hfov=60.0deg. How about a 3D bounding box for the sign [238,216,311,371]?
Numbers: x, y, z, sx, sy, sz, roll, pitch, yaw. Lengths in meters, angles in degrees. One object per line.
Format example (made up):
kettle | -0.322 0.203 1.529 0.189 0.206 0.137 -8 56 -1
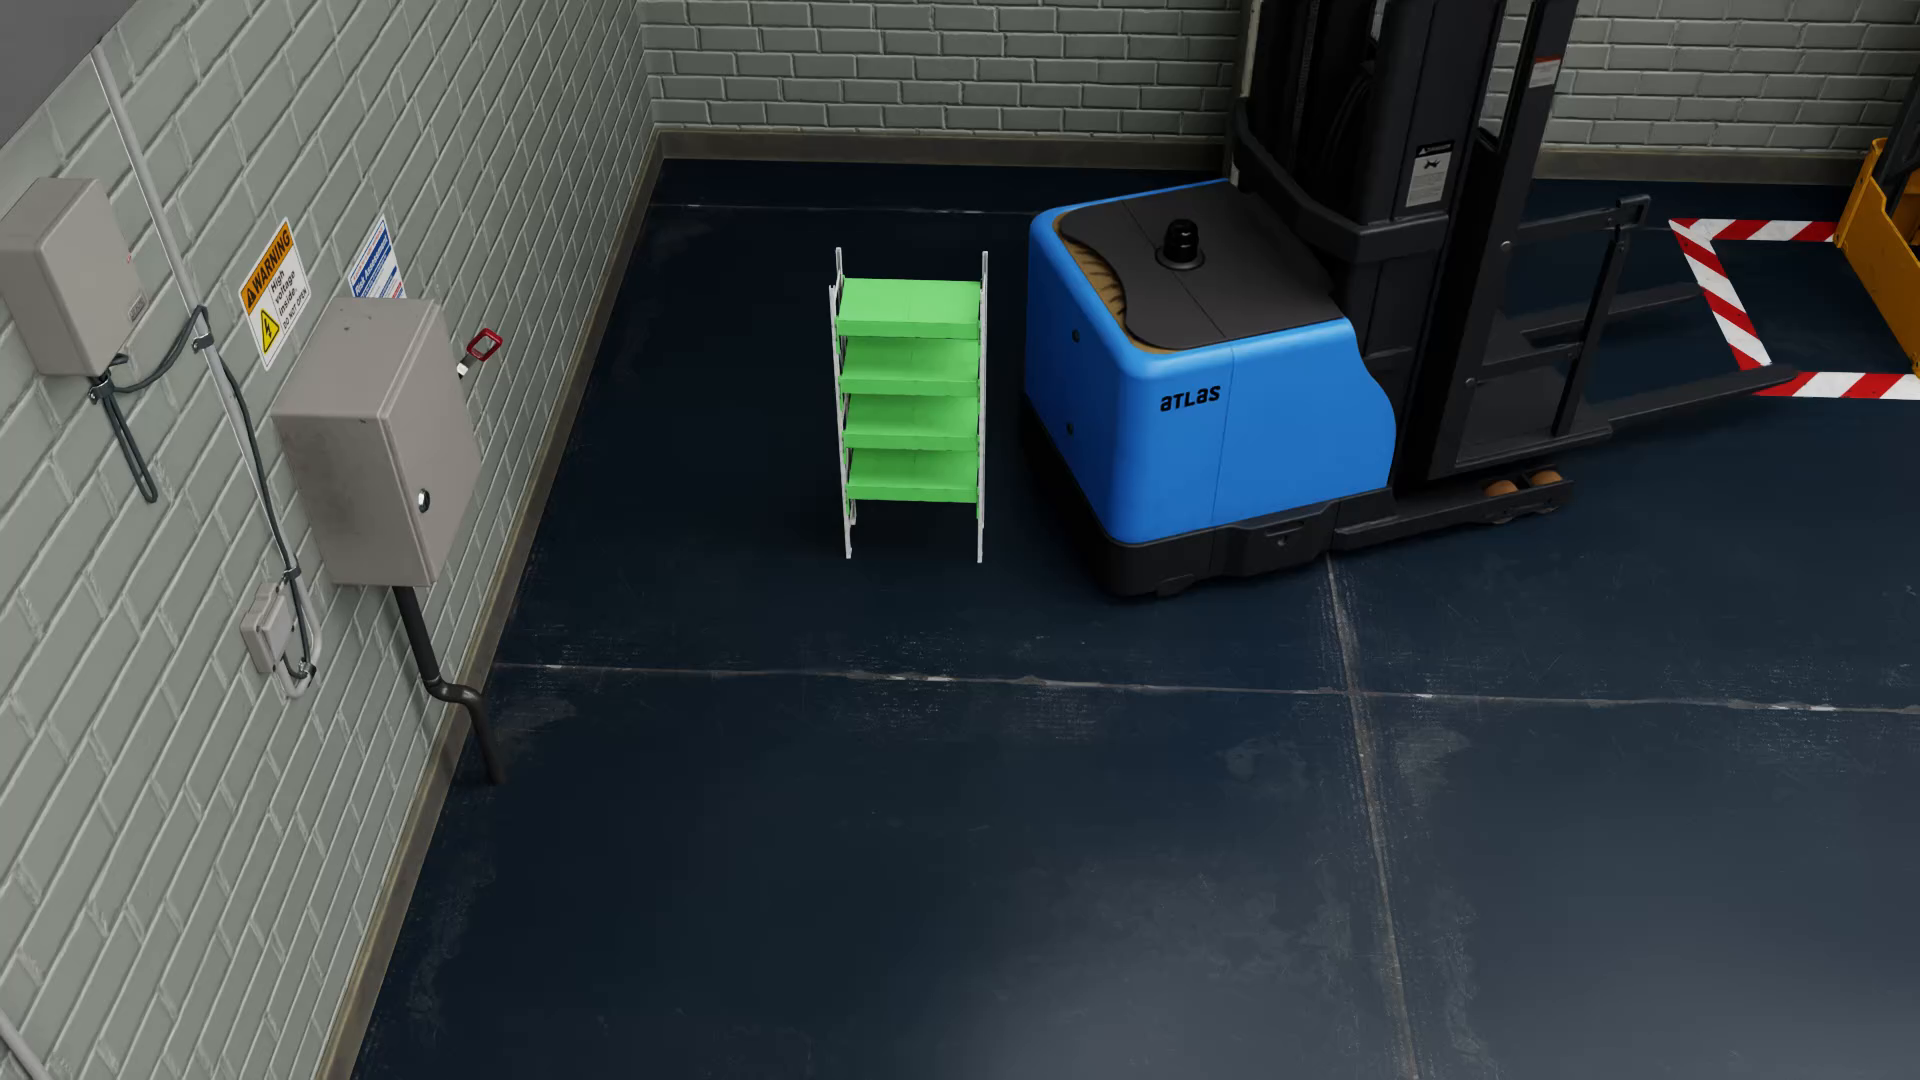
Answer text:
sign | -1.684 -0.608 4.096 0.001 0.242 0.339 2 43 2

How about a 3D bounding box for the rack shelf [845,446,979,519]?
rack shelf | -0.165 -0.222 6.054 0.480 0.148 0.258 2 43 2

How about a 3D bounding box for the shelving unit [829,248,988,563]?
shelving unit | -0.165 -0.444 5.846 0.503 1.200 0.258 2 43 2

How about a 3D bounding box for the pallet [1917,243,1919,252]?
pallet | 5.011 -1.087 7.263 1.213 0.211 1.003 2 43 2

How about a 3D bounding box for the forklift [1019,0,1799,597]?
forklift | 1.808 -1.464 5.671 3.031 2.935 1.130 -13 44 -13

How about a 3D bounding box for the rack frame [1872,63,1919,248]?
rack frame | 4.139 -2.134 6.340 0.127 3.000 1.000 2 43 2

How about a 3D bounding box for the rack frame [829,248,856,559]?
rack frame | -0.409 -0.452 5.855 0.015 1.200 0.240 2 43 2

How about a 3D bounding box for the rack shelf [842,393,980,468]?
rack shelf | -0.165 -0.397 5.890 0.480 0.148 0.258 2 43 2

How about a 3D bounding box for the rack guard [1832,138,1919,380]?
rack guard | 4.215 -1.217 7.190 0.348 0.500 1.175 2 43 2

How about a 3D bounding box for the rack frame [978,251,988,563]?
rack frame | 0.078 -0.437 5.838 0.015 1.200 0.240 2 43 2

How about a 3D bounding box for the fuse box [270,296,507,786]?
fuse box | -1.475 0.134 4.850 0.414 1.711 0.539 2 43 2

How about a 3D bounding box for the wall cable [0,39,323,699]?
wall cable | -1.663 -0.249 3.571 0.122 1.984 0.588 2 43 2

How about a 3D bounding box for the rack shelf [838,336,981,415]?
rack shelf | -0.165 -0.573 5.726 0.480 0.148 0.258 2 43 2

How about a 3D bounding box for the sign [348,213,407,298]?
sign | -1.659 -0.645 4.811 0.001 0.494 0.329 2 43 2

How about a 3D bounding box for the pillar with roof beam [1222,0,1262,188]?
pillar with roof beam | 1.292 -2.094 1.896 0.400 9.000 9.100 2 43 2

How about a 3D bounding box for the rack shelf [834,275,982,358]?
rack shelf | -0.165 -0.749 5.563 0.480 0.148 0.258 2 43 2
